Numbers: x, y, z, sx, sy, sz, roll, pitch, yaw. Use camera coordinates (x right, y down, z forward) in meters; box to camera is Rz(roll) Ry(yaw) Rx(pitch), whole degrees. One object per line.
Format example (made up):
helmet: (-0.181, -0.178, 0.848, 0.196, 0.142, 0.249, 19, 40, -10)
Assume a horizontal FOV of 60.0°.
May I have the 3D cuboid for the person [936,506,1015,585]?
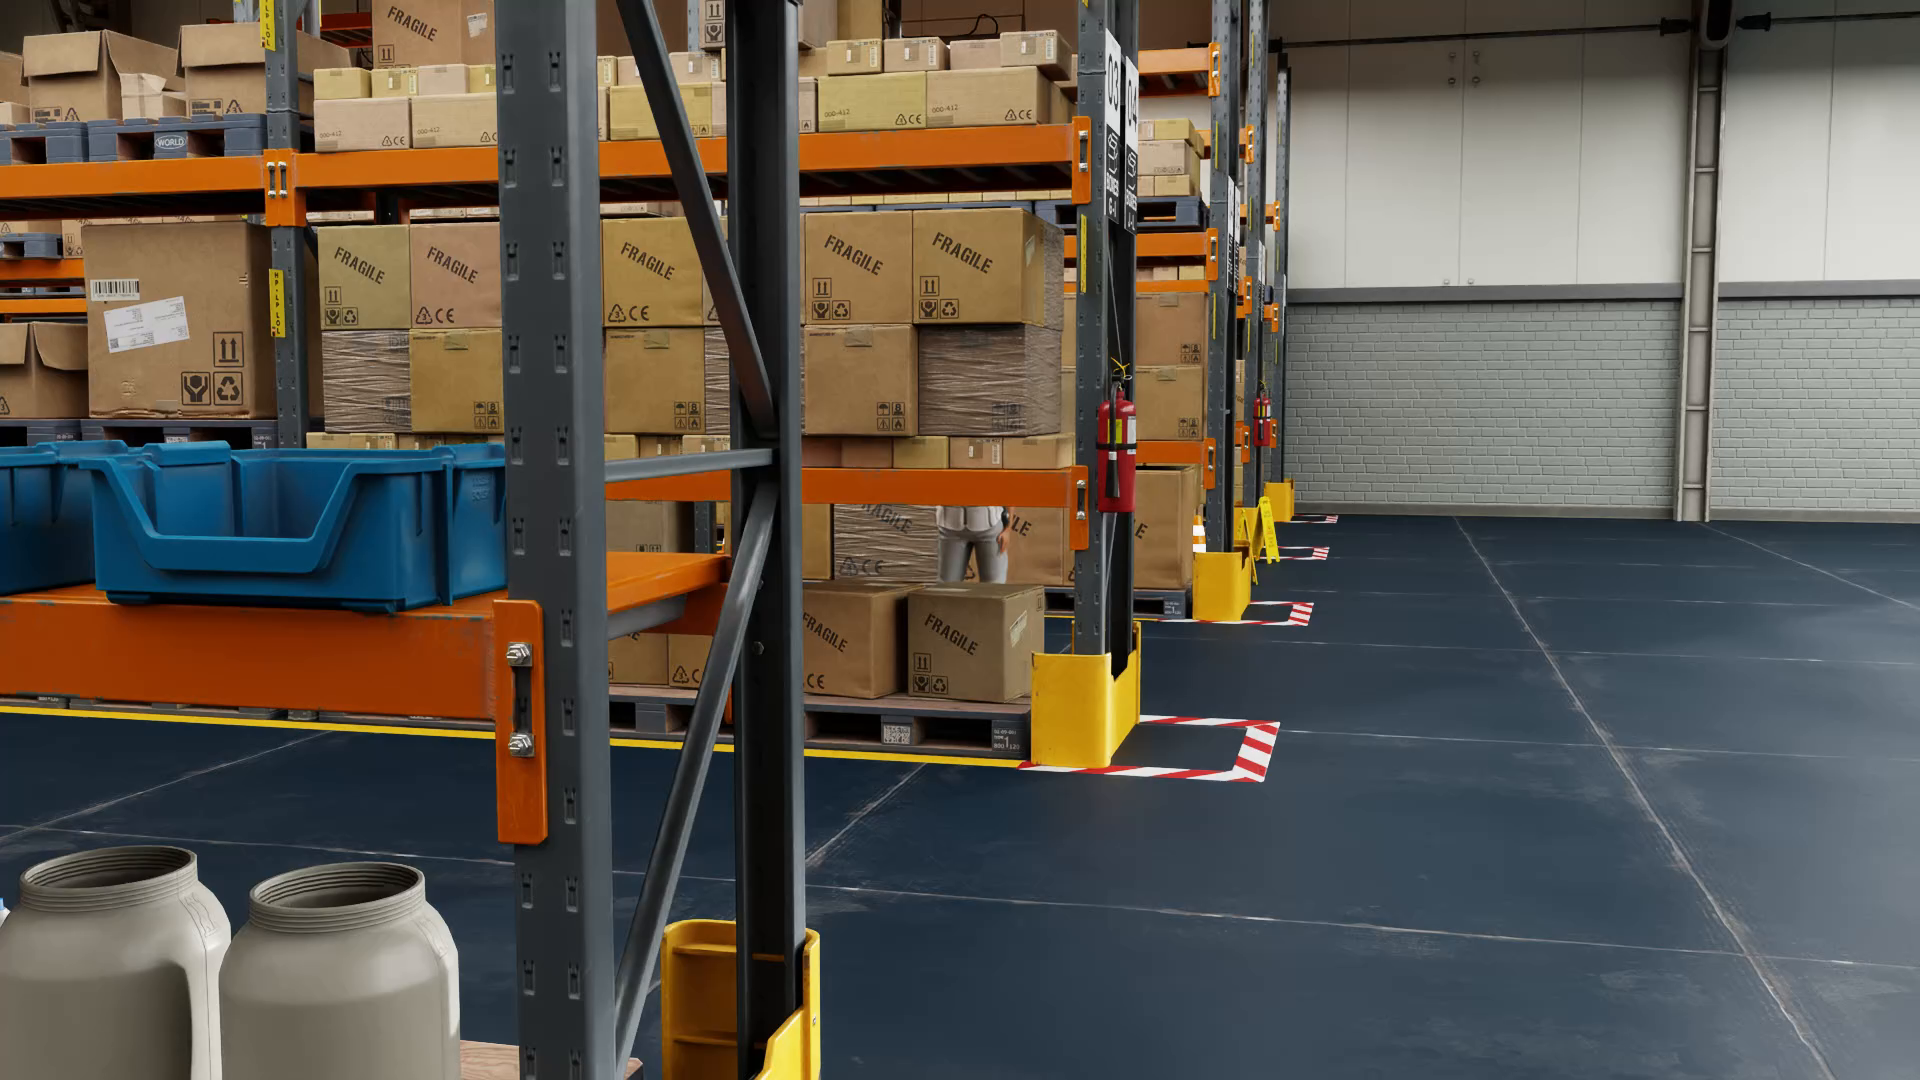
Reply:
person: (0.091, -0.026, 9.743, 0.480, 1.646, 0.394, 1, 5, 15)
